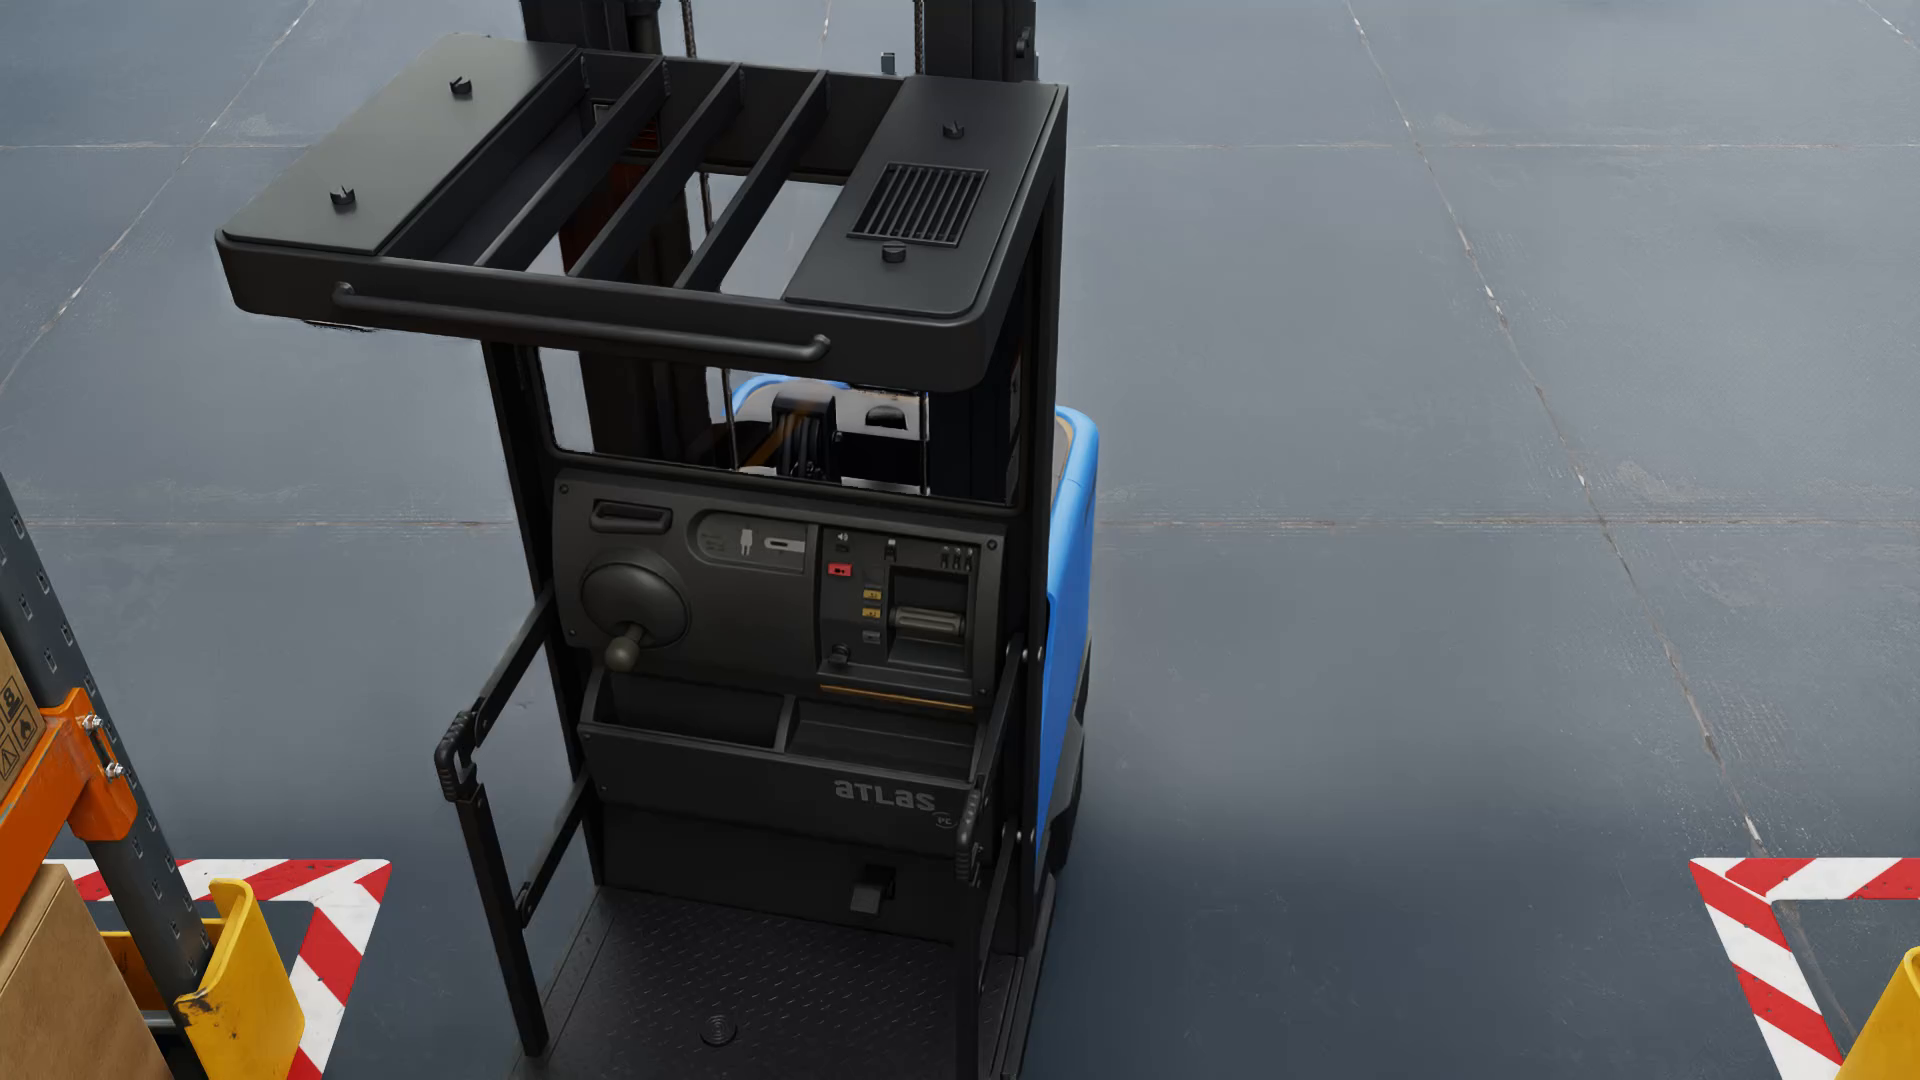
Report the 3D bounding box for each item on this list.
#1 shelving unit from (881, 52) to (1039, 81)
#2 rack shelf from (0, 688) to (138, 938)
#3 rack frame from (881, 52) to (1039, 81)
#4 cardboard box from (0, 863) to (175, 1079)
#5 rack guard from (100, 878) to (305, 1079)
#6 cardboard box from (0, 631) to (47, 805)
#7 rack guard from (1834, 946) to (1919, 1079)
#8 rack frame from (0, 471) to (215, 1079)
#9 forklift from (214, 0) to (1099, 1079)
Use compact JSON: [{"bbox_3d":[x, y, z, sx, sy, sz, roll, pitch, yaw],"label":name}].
[{"bbox_3d":[0.000,-0.633,5.340,0.587,1.500,1.083,0,39,0],"label":"shelving unit"},{"bbox_3d":[-2.242,1.678,1.833,1.077,0.370,4.000,0,39,0],"label":"rack shelf"},{"bbox_3d":[-0.001,-0.956,5.744,0.500,1.500,0.032,0,39,0],"label":"rack frame"},{"bbox_3d":[-2.178,1.236,3.173,0.875,0.875,0.875,0,39,0],"label":"cardboard box"},{"bbox_3d":[-2.245,1.107,3.969,1.175,0.500,0.348,0,39,0],"label":"rack guard"},{"bbox_3d":[-2.199,0.320,2.832,0.875,0.550,0.550,0,39,0],"label":"cardboard box"},{"bbox_3d":[2.715,1.229,3.817,1.175,0.500,0.348,0,39,0],"label":"rack guard"},{"bbox_3d":[-2.245,0.147,3.169,1.000,3.000,0.127,0,39,0],"label":"rack frame"},{"bbox_3d":[-0.416,0.181,3.181,1.130,2.935,3.031,7,39,9],"label":"forklift"}]
